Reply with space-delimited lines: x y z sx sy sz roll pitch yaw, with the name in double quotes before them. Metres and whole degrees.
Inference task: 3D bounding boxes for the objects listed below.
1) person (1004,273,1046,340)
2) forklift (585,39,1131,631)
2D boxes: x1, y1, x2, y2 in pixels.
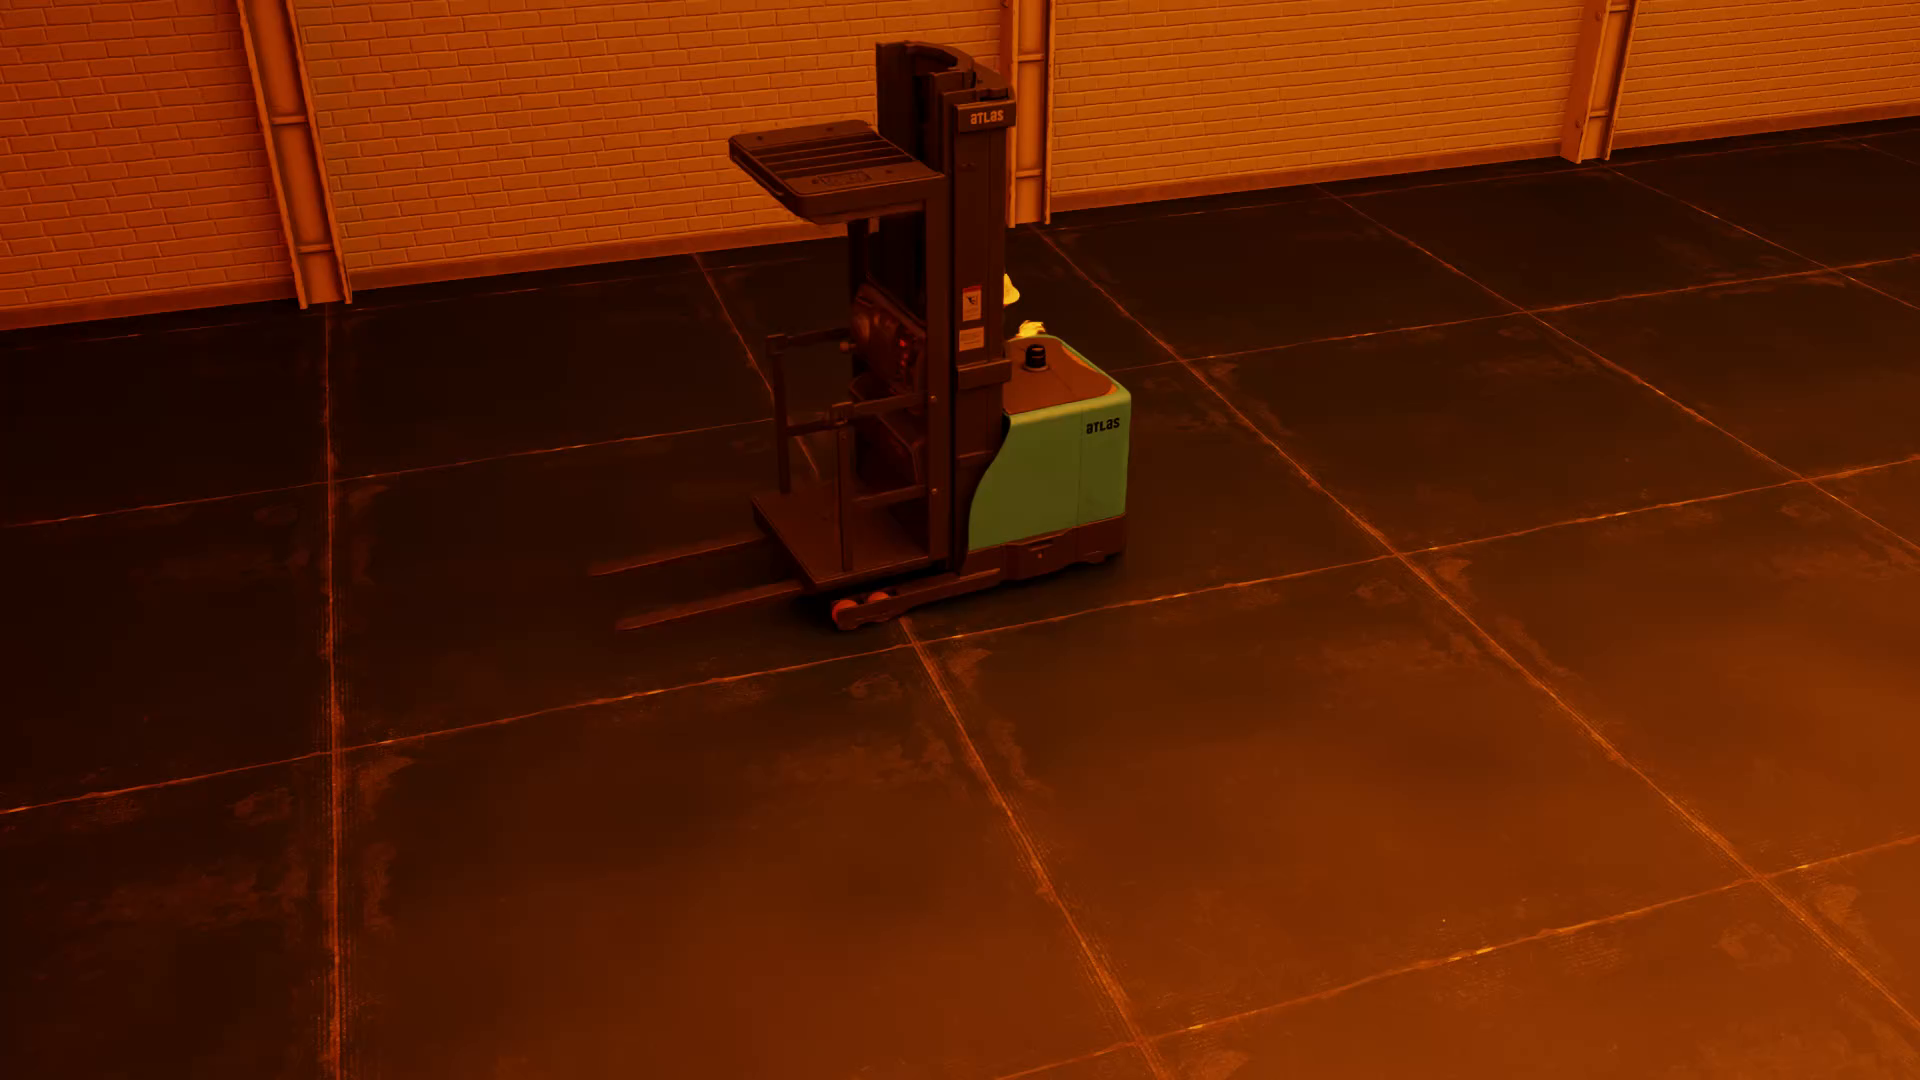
"person" 0.296 -1.091 10.494 0.960 1.450 1.211 17 34 27
"forklift" -0.579 -1.072 8.951 3.031 2.935 1.130 -13 32 -22
